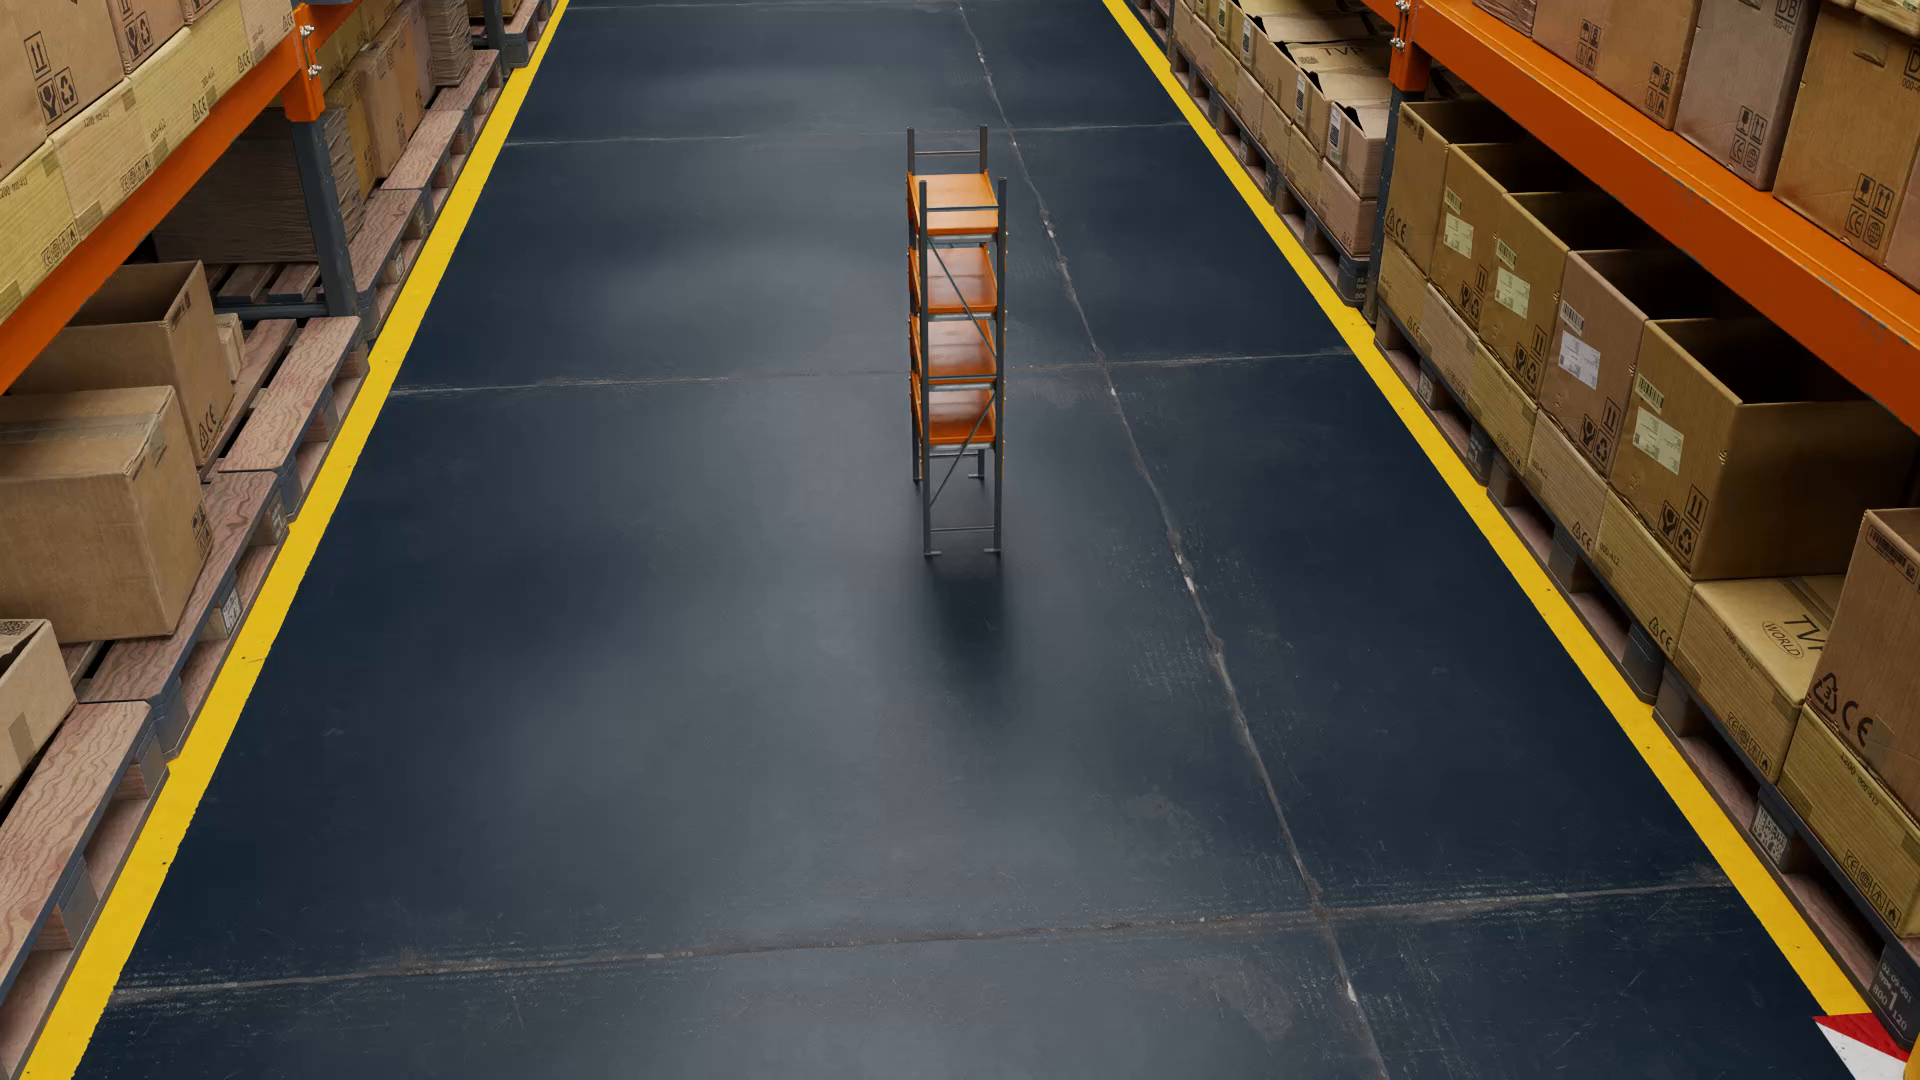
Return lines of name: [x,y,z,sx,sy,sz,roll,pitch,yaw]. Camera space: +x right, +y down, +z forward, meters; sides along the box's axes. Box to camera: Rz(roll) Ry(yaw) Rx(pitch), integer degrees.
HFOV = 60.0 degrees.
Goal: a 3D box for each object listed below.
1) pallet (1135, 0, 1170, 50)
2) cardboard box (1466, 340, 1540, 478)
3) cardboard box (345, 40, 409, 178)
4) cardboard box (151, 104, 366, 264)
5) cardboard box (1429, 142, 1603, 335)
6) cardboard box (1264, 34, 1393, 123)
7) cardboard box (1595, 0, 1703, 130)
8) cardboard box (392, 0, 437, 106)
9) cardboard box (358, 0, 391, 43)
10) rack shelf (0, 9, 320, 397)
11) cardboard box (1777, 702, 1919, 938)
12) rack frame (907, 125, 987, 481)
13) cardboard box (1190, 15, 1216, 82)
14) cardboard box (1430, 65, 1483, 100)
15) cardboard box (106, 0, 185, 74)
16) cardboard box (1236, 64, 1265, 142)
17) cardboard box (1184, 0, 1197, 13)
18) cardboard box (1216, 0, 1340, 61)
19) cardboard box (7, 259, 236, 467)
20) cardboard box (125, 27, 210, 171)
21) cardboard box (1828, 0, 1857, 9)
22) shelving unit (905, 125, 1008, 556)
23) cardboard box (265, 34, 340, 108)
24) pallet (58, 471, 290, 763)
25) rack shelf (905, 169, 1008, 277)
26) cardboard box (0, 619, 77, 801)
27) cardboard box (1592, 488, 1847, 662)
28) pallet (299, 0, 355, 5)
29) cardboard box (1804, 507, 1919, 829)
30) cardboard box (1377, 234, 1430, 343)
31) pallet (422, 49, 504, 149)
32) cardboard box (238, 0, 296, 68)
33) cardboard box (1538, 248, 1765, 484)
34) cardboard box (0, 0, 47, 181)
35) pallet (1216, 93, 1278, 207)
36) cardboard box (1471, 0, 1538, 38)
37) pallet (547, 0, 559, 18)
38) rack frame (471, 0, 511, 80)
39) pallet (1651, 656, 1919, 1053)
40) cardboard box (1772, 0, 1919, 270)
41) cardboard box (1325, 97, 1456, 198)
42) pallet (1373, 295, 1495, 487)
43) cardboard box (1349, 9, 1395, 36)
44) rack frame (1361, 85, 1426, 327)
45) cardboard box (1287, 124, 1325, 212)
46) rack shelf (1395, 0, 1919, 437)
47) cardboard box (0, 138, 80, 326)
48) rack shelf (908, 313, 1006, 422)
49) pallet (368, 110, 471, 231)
pallet: [1.737,-3.427,10.782,1.003,0.211,1.213,-3,31,-5]
cardboard box: [1.967,-0.436,5.327,0.500,0.250,0.500,-3,31,-5]
cardboard box: [-2.980,-1.974,7.639,0.700,0.500,0.500,-2,31,-4]
cardboard box: [-2.874,-1.450,6.762,0.700,0.500,0.500,-2,31,-3]
cardboard box: [1.929,-1.014,5.563,0.500,0.500,0.500,-3,31,-5]
cardboard box: [1.720,-2.153,7.654,0.500,0.311,0.500,-3,31,-5]
cardboard box: [2.289,-1.490,4.722,0.700,0.500,0.500,-2,31,-4]
cardboard box: [-3.111,-2.484,8.492,0.700,0.500,0.500,-3,31,-5]
cardboard box: [-3.000,-2.518,7.818,0.500,0.250,0.500,-3,31,-5]
rack shelf: [-2.602,-0.630,4.081,1.077,0.370,4.000,-3,31,-5]
cardboard box: [2.172,0.584,3.619,0.500,0.250,0.500,-3,31,-5]
rack frame: [-0.038,-0.724,5.292,0.240,1.200,0.015,-3,31,-5]
cardboard box: [1.573,-2.703,9.122,0.500,0.250,0.500,-4,31,-6]
cardboard box: [2.311,-1.918,7.261,0.500,0.311,0.500,-3,31,-5]
cardboard box: [-2.348,-1.487,4.210,0.500,0.500,0.500,-4,31,-6]
cardboard box: [1.675,-2.176,8.240,0.500,0.250,0.500,-2,31,-4]
cardboard box: [1.525,-3.200,9.408,0.500,0.311,0.500,-2,31,-3]
cardboard box: [1.628,-2.672,8.523,0.500,0.311,0.500,-4,31,-6]
cardboard box: [-2.652,-0.548,5.250,0.500,0.500,0.500,-5,31,-8]
cardboard box: [-2.342,-1.166,4.403,0.500,0.250,0.500,-3,31,-5]
cardboard box: [2.169,-1.325,3.813,0.380,0.149,0.250,-2,31,-3]
shelving unit: [-0.015,-0.600,5.084,0.258,1.200,0.503,-3,31,-5]
cardboard box: [-2.919,-1.997,6.946,0.500,0.250,0.500,-3,31,-6]
pallet: [-2.574,0.203,4.704,1.003,0.211,1.213,-3,31,-5]
rack shelf: [-0.015,-0.937,4.882,0.258,0.148,0.480,-3,31,-5]
cardboard box: [-2.444,0.399,3.849,0.500,0.311,0.500,0,31,0]
cardboard box: [2.065,0.074,4.473,0.500,0.250,0.500,-3,31,-5]
pallet: [-2.716,-2.275,6.320,1.003,0.211,1.213,-3,31,-5]
cardboard box: [2.170,0.262,3.427,0.500,0.500,0.500,-3,31,-5]
cardboard box: [1.884,-0.948,6.183,0.500,0.250,0.500,-3,31,-5]
pallet: [-3.091,-2.406,9.072,1.003,0.211,1.213,-3,31,-5]
cardboard box: [-2.443,-1.677,5.259,0.500,0.250,0.500,-3,31,-4]
cardboard box: [2.017,-0.503,4.708,0.500,0.500,0.500,-3,31,-5]
cardboard box: [-2.239,-0.959,3.325,0.500,0.500,0.500,-4,31,-6]
pallet: [1.918,-2.000,8.393,1.003,0.211,1.213,-3,31,-5]
cardboard box: [2.190,-2.016,5.602,0.700,0.500,0.500,-4,31,-6]
pallet: [-3.272,-3.832,11.460,1.003,0.211,1.213,-3,31,-5]
rack frame: [-3.163,-4.002,9.025,1.000,3.000,0.127,-3,31,-5]
pallet: [2.403,0.652,3.953,1.003,0.211,1.213,-3,31,-5]
cardboard box: [2.391,-0.960,3.835,0.700,0.500,0.500,-3,31,-4]
cardboard box: [1.819,-1.633,6.783,0.500,0.311,0.500,-3,31,-5]
pallet: [2.175,-0.594,6.038,1.003,0.211,1.213,-3,31,-5]
cardboard box: [2.207,-2.447,8.147,0.500,0.311,0.500,-2,31,-3]
rack frame: [2.143,-2.199,6.006,1.000,3.000,0.127,-3,31,-5]
cardboard box: [1.770,-1.655,7.367,0.500,0.250,0.500,-3,31,-5]
rack shelf: [2.330,-0.869,4.481,1.077,0.370,4.000,-3,31,-5]
cardboard box: [-2.249,-0.651,3.541,0.500,0.250,0.500,-3,31,-5]
rack shelf: [-0.015,-0.542,5.118,0.258,0.148,0.480,-3,31,-5]
pallet: [-2.980,-1.784,8.031,1.003,0.211,1.213,-3,31,-5]
